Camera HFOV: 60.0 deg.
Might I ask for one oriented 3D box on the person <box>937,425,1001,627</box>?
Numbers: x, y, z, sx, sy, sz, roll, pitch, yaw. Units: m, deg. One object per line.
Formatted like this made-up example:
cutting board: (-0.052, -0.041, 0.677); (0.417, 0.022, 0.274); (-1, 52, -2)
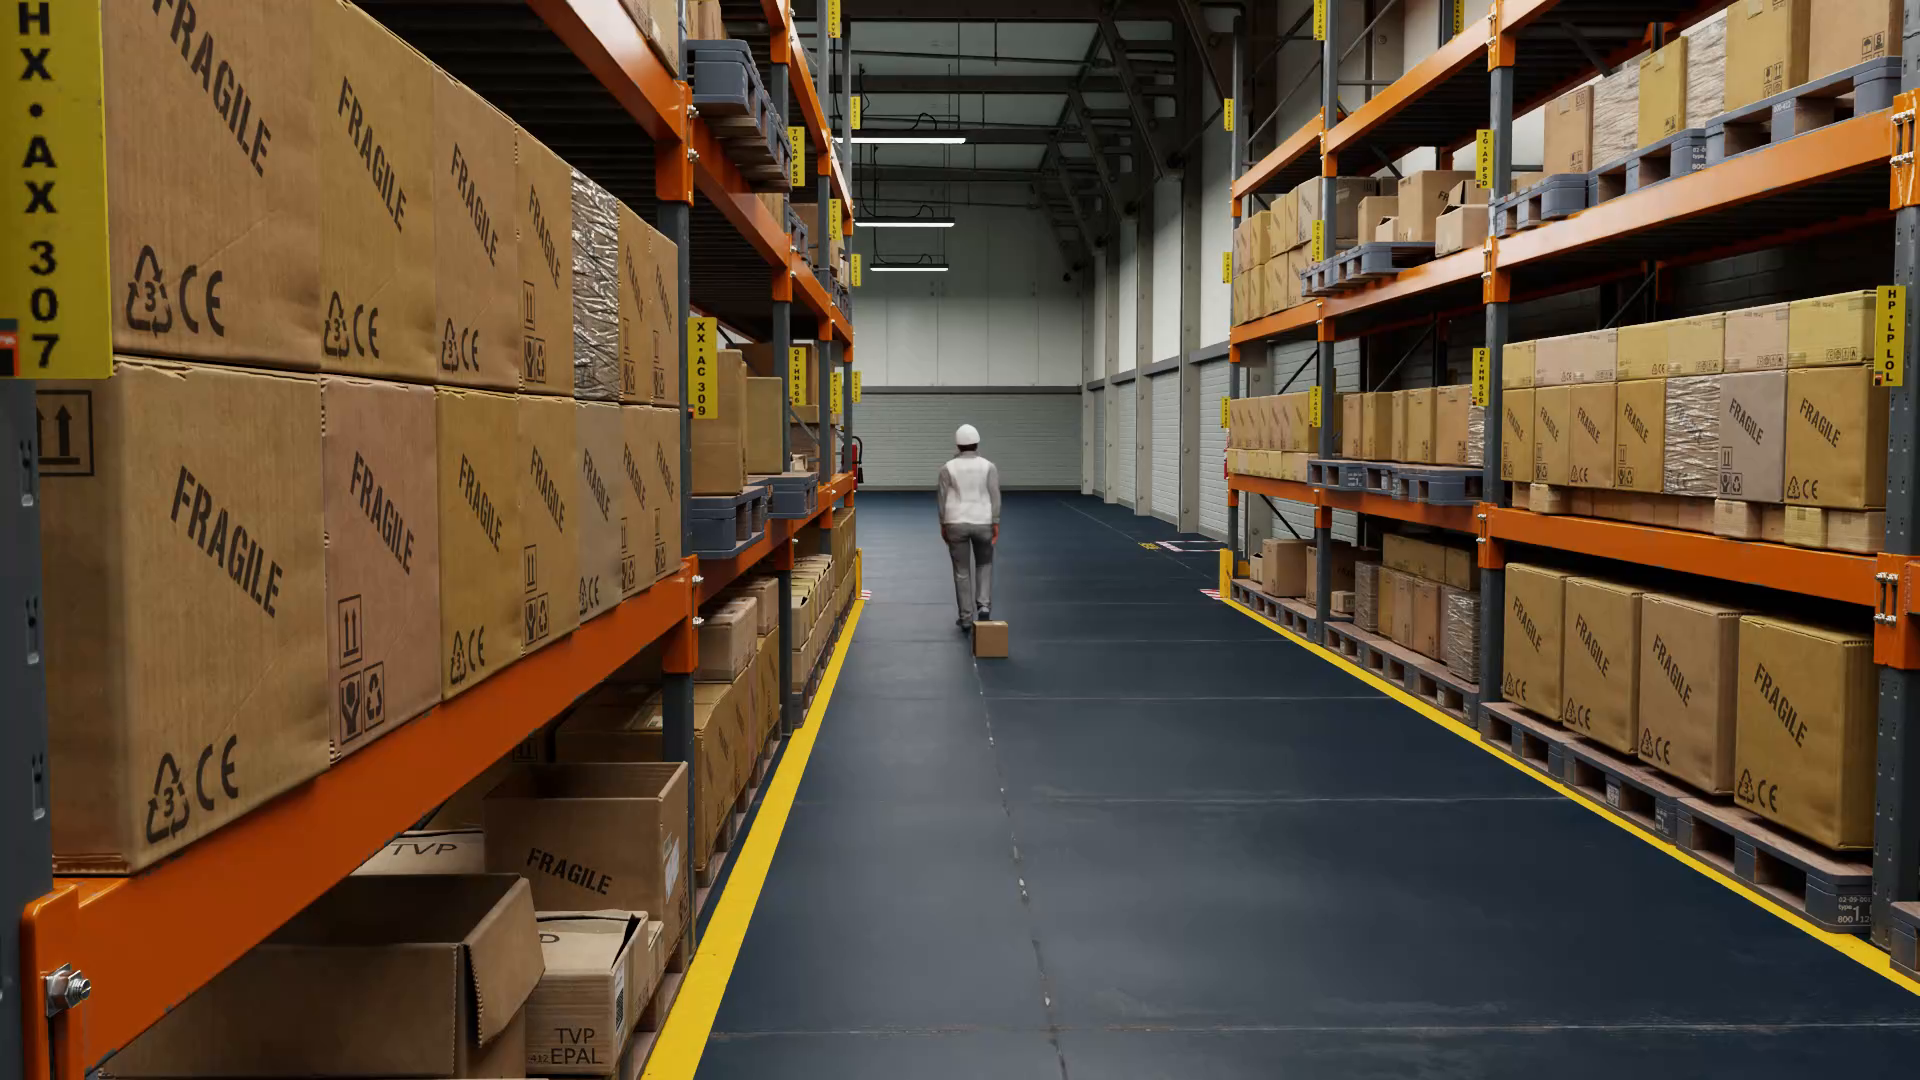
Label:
person: (0.075, -0.096, 14.613); (0.549, 1.829, 0.532); (0, 4, -6)
